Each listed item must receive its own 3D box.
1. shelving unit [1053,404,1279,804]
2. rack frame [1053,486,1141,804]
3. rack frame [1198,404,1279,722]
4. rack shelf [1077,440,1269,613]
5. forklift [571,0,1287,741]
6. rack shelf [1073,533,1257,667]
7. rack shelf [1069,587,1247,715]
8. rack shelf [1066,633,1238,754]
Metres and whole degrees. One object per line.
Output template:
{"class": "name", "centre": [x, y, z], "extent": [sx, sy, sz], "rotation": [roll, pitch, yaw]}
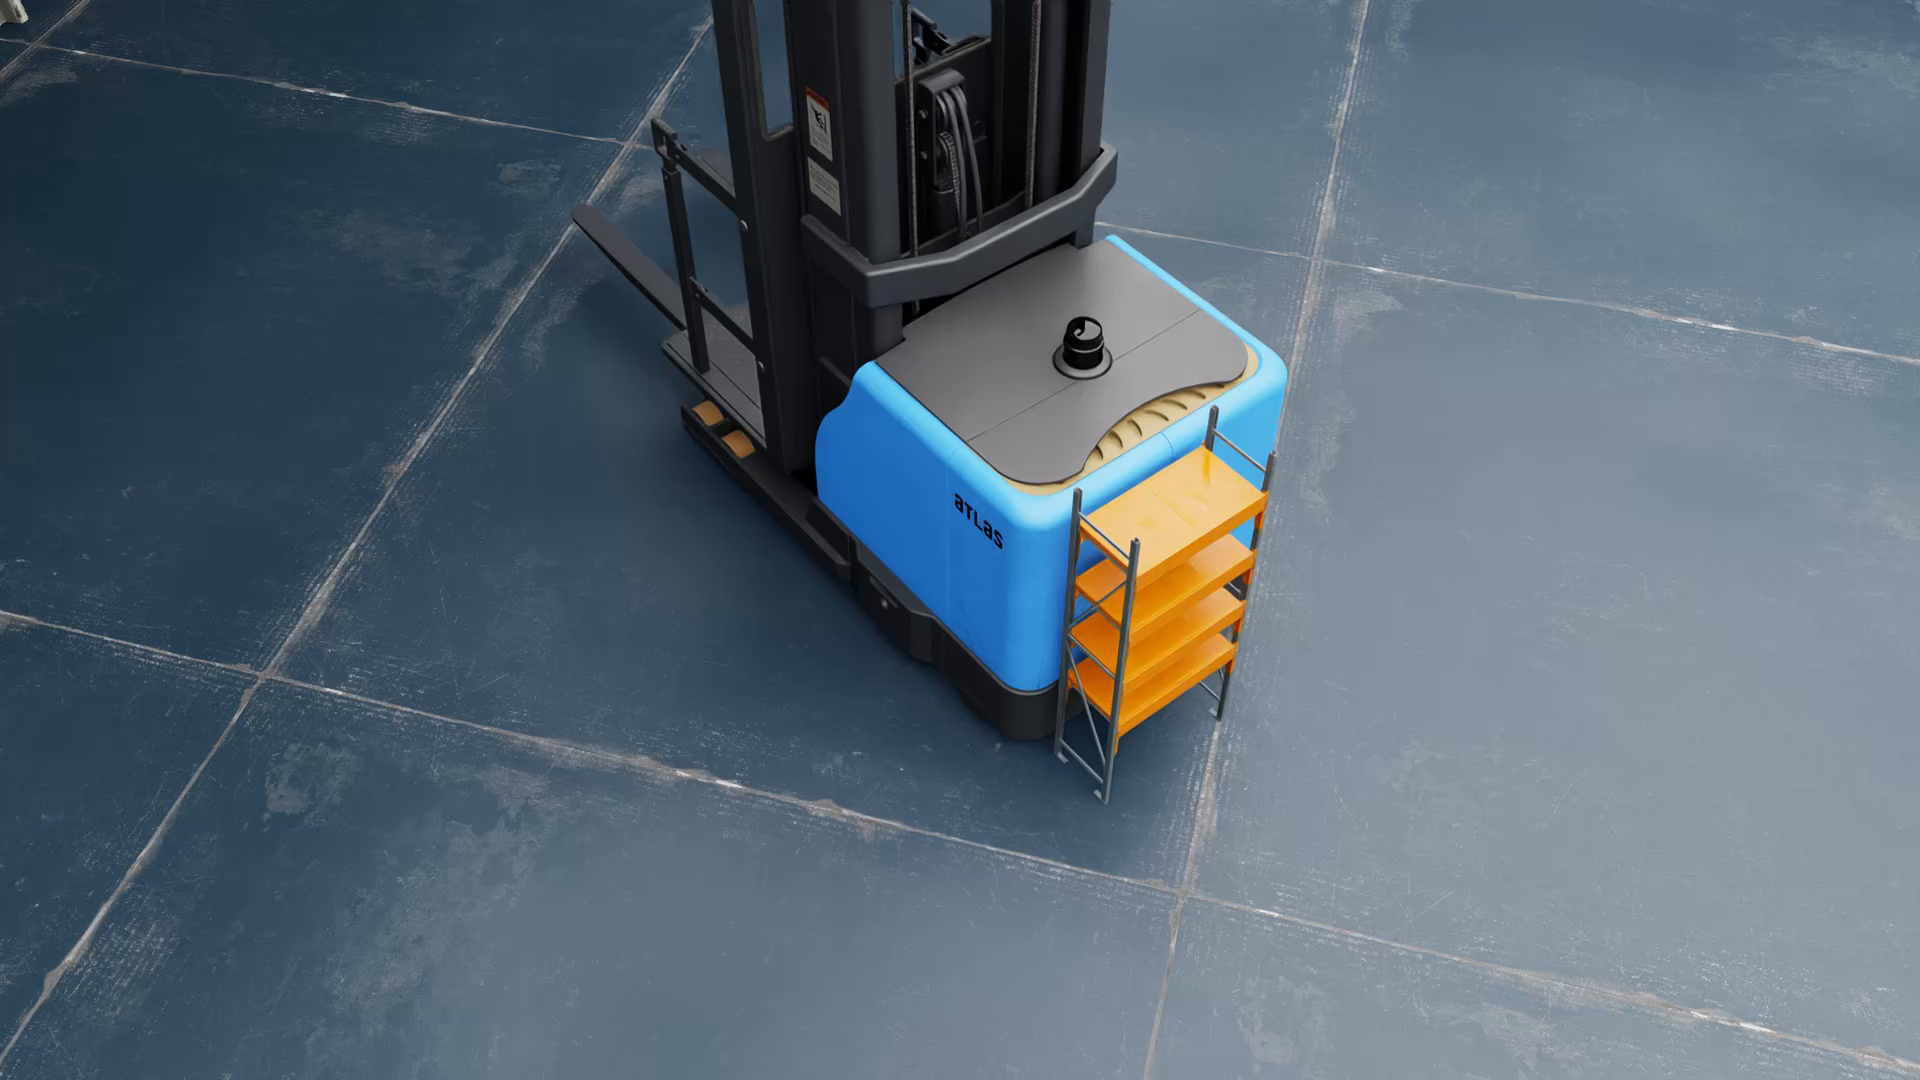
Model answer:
{"class": "shelving unit", "centre": [0.562, 0.218, 4.757], "extent": [0.503, 1.200, 0.258], "rotation": [-31, 55, -24]}
{"class": "rack frame", "centre": [0.371, 0.332, 4.656], "extent": [0.015, 1.200, 0.240], "rotation": [-31, 55, -24]}
{"class": "rack frame", "centre": [0.753, 0.104, 4.857], "extent": [0.015, 1.200, 0.240], "rotation": [-31, 55, -24]}
{"class": "rack shelf", "centre": [0.562, -0.041, 4.462], "extent": [0.480, 0.148, 0.258], "rotation": [-31, 55, -24]}
{"class": "forklift", "centre": [-0.347, -1.405, 5.035], "extent": [1.130, 2.935, 3.031], "rotation": [-31, 55, -24]}
{"class": "rack shelf", "centre": [0.562, 0.115, 4.640], "extent": [0.480, 0.148, 0.258], "rotation": [-31, 55, -24]}
{"class": "rack shelf", "centre": [0.562, 0.263, 4.807], "extent": [0.480, 0.148, 0.258], "rotation": [-31, 55, -24]}
{"class": "rack shelf", "centre": [0.562, 0.394, 4.956], "extent": [0.480, 0.148, 0.258], "rotation": [-31, 55, -24]}
